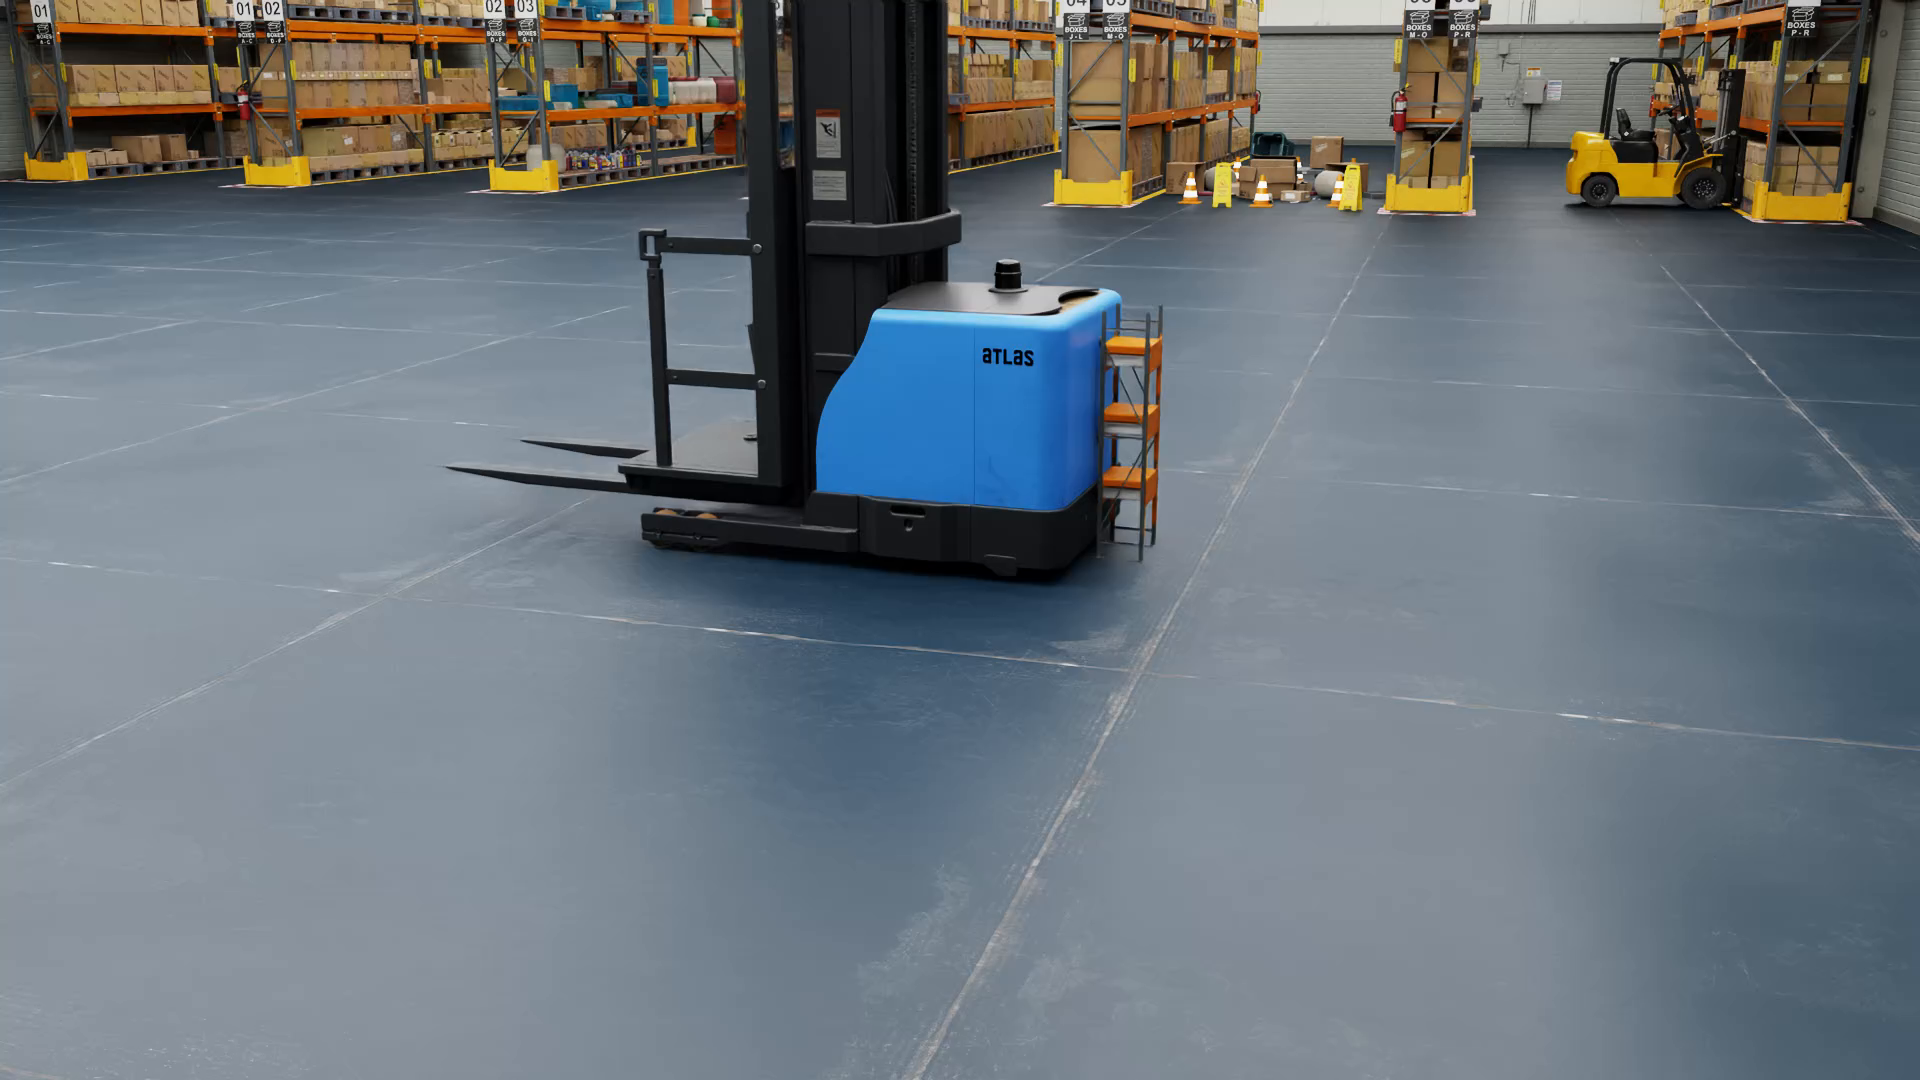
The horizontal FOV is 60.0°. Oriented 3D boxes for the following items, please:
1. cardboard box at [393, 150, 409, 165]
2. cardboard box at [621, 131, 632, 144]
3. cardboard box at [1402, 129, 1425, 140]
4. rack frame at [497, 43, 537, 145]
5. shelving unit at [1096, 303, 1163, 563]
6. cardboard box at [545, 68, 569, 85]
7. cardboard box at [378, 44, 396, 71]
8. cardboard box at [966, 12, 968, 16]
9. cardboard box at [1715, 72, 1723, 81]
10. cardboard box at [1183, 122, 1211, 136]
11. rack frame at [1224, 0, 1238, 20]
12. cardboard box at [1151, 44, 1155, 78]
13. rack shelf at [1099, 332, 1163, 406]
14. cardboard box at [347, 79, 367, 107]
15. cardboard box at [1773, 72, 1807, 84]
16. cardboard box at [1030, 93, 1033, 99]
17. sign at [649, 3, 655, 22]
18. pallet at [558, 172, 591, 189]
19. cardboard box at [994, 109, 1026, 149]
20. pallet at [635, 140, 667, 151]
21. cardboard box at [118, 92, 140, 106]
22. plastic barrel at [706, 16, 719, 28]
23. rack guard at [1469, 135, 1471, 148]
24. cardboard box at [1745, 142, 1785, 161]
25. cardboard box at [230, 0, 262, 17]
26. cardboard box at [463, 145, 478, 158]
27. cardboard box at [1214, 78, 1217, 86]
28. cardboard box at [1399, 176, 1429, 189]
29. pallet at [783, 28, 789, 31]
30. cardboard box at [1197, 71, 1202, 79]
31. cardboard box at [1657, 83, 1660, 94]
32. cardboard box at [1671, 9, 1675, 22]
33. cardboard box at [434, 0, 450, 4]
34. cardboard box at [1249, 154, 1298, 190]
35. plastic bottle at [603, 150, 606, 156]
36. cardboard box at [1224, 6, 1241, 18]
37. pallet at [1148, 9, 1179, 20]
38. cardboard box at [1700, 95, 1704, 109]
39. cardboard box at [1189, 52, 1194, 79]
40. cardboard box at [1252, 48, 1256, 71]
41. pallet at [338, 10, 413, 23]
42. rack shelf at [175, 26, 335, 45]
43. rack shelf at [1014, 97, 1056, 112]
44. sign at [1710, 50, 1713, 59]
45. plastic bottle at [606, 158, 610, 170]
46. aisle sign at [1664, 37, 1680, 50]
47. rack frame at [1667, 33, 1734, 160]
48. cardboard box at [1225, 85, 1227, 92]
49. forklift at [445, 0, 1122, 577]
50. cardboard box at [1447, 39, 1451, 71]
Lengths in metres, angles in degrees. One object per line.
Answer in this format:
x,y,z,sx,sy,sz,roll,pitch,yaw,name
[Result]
-11.113,-7.460,32.401,0.500,0.250,0.500,5,16,16,cardboard box
-8.439,-9.953,41.043,0.500,0.311,0.500,5,16,16,cardboard box
6.840,-6.148,25.213,0.380,0.149,0.250,5,17,17,cardboard box
-9.903,-9.895,36.719,1.000,3.000,0.127,5,16,16,rack frame
0.713,-0.451,6.997,0.215,1.050,0.252,5,17,18,shelving unit
-9.389,-10.543,38.051,0.700,0.500,0.500,8,18,26,cardboard box
-11.302,-9.272,31.961,0.700,0.500,0.500,5,16,16,cardboard box
-0.141,-11.217,34.929,0.500,0.500,0.500,6,17,19,cardboard box
12.939,-7.806,27.980,0.380,0.149,0.250,4,16,14,cardboard box
4.749,-8.237,33.309,0.500,0.250,0.500,4,16,13,cardboard box
5.458,-12.648,35.429,1.000,3.000,0.127,5,16,16,rack frame
2.716,-7.883,27.370,0.875,0.550,0.550,5,16,16,cardboard box
0.713,-0.714,6.922,0.215,0.259,0.240,5,17,18,rack shelf
-11.594,-8.377,31.182,0.700,0.500,0.500,5,17,18,cardboard box
11.412,-6.353,22.859,0.380,0.149,0.250,5,17,17,cardboard box
1.502,-10.442,39.108,0.380,0.149,0.250,5,17,17,cardboard box
-5.767,-9.865,31.100,0.100,0.325,0.005,5,16,16,sign
-7.216,-6.311,29.193,1.003,0.211,1.213,5,16,16,pallet
0.995,-9.519,38.516,0.875,0.875,0.875,5,16,16,cardboard box
-8.225,-10.100,42.551,1.003,0.211,1.213,5,16,16,pallet
-16.199,-8.496,32.023,0.500,0.250,0.500,4,16,15,cardboard box
-5.176,-10.810,34.731,0.294,0.245,0.294,0,16,0,plastic barrel
11.376,-9.254,39.040,1.175,0.500,0.348,5,16,16,rack guard
11.687,-5.652,24.197,0.500,0.250,0.500,5,17,17,cardboard box
-15.207,-11.385,35.520,0.500,0.500,0.500,4,16,14,cardboard box
-10.396,-8.084,34.601,0.500,0.250,0.500,4,16,14,cardboard box
5.088,-9.458,34.323,0.380,0.149,0.250,5,17,18,cardboard box
6.801,-5.382,25.078,0.500,0.250,0.500,5,16,16,cardboard box
-4.466,-11.399,36.870,1.003,0.211,1.213,5,16,16,pallet
4.639,-9.189,32.831,0.380,0.149,0.250,5,16,16,cardboard box
15.599,-9.908,36.493,0.500,0.250,0.500,5,17,16,cardboard box
15.334,-11.081,35.132,0.500,0.250,0.500,4,16,15,cardboard box
-10.687,-11.091,33.570,0.500,0.500,0.500,6,17,21,cardboard box
5.152,-6.030,27.418,0.797,0.637,0.503,5,16,16,cardboard box
-6.802,-7.313,31.810,0.097,0.271,0.097,0,16,0,plastic bottle
5.824,-11.480,36.168,0.500,0.250,0.500,5,17,18,cardboard box
3.397,-9.263,29.344,0.805,0.209,1.217,4,16,14,pallet
13.495,-7.804,29.622,0.500,0.250,0.500,5,16,16,cardboard box
4.041,-8.995,31.529,0.700,0.500,0.500,4,16,15,cardboard box
6.703,-11.341,39.256,0.500,0.500,0.500,4,16,15,cardboard box
-11.257,-10.024,31.838,1.003,0.211,1.213,5,16,16,pallet
-15.222,-10.852,35.914,1.077,0.370,4.000,5,16,16,rack shelf
1.299,-10.350,39.639,1.077,0.370,4.000,5,16,16,rack shelf
16.656,-10.727,36.952,0.100,0.325,0.005,5,16,16,sign
-6.460,-6.874,30.391,0.097,0.201,0.097,0,16,0,plastic bottle
15.867,-11.358,37.111,0.394,0.787,0.004,5,16,16,aisle sign
14.992,-9.020,33.633,1.000,3.000,0.127,5,16,16,rack frame
5.535,-9.723,35.804,0.380,0.149,0.250,4,16,15,cardboard box
-0.853,-1.486,7.196,3.031,2.935,1.130,5,17,19,forklift
6.909,-7.219,24.723,0.700,0.500,0.500,5,17,16,cardboard box
